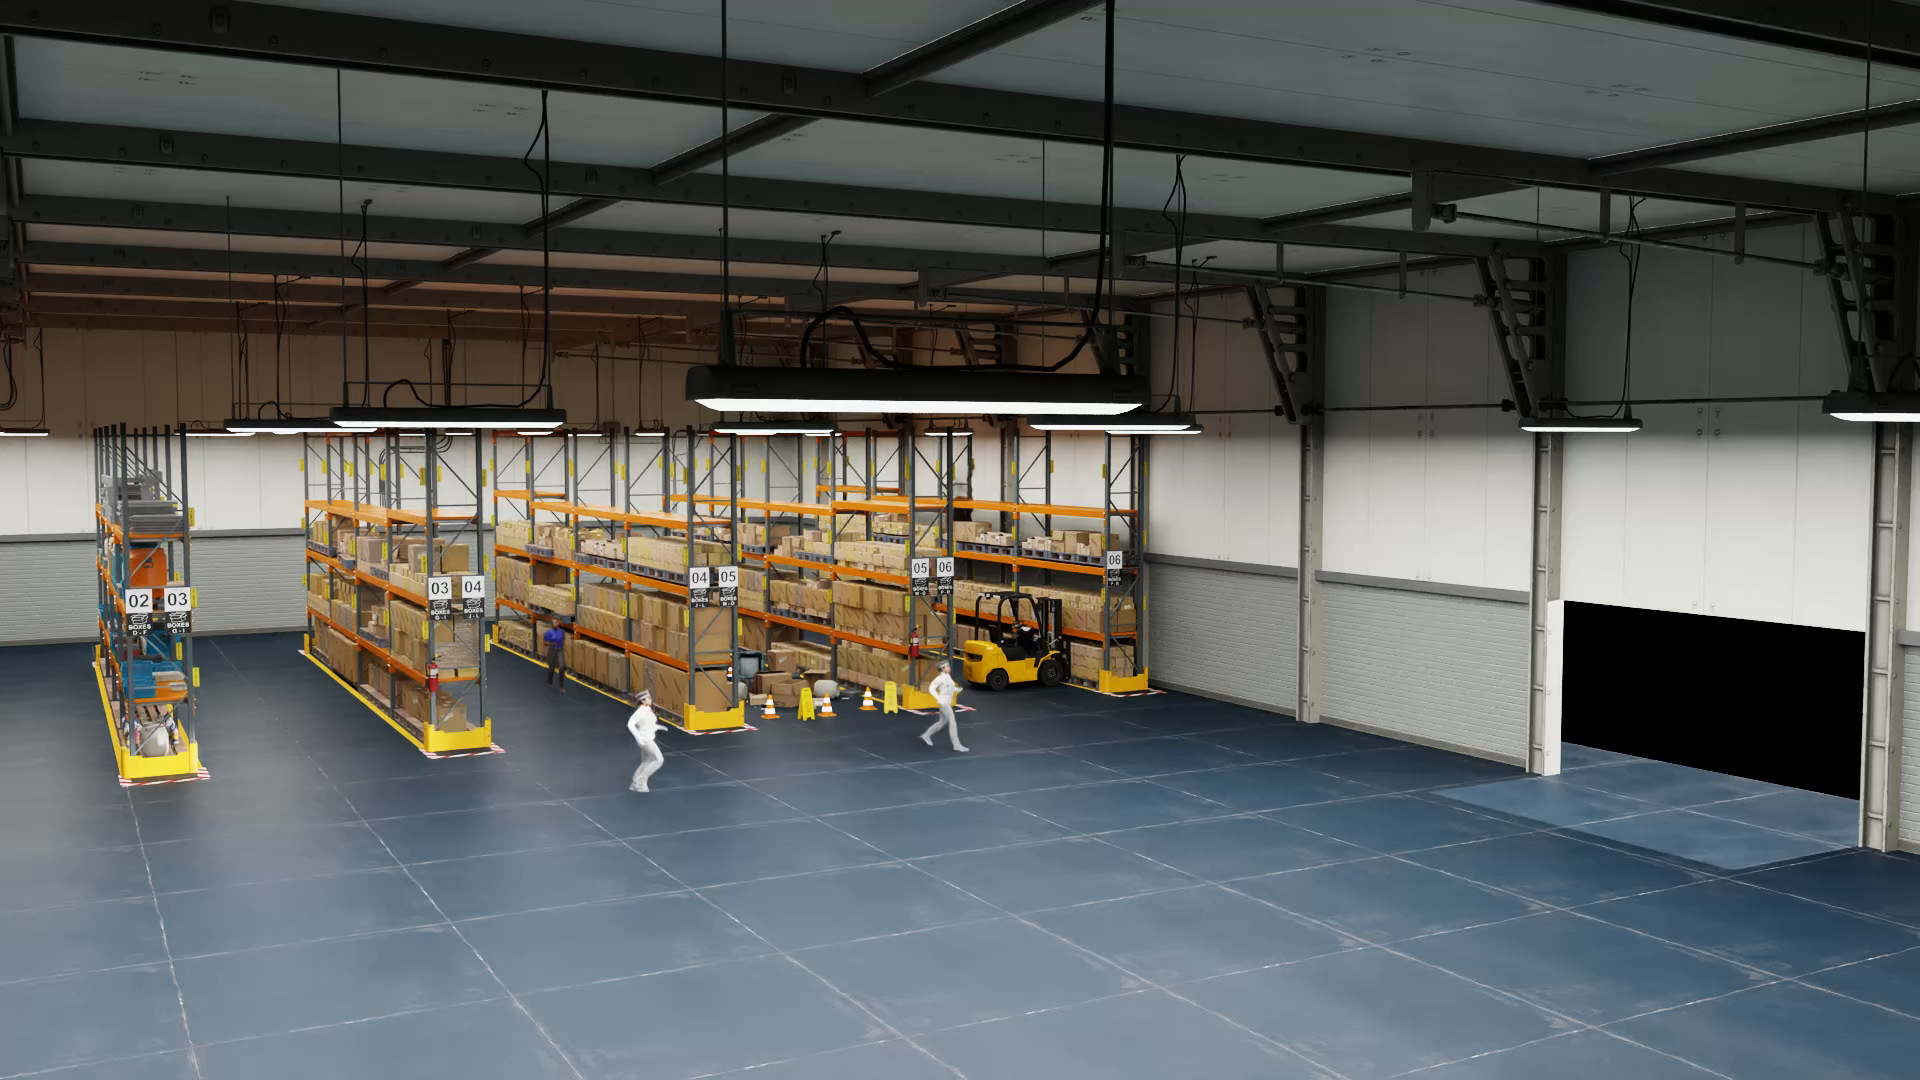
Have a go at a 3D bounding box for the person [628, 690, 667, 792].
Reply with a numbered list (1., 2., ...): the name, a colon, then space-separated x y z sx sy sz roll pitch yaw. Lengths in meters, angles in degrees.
1. person: -5.045 3.246 26.894 0.624 1.660 0.593 0 3 -2

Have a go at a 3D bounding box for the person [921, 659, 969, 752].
1. person: -0.277 3.010 30.445 0.930 1.682 0.611 1 4 14

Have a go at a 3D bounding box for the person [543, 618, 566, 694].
1. person: -9.176 2.620 37.652 0.563 1.712 0.766 -2 4 -29
